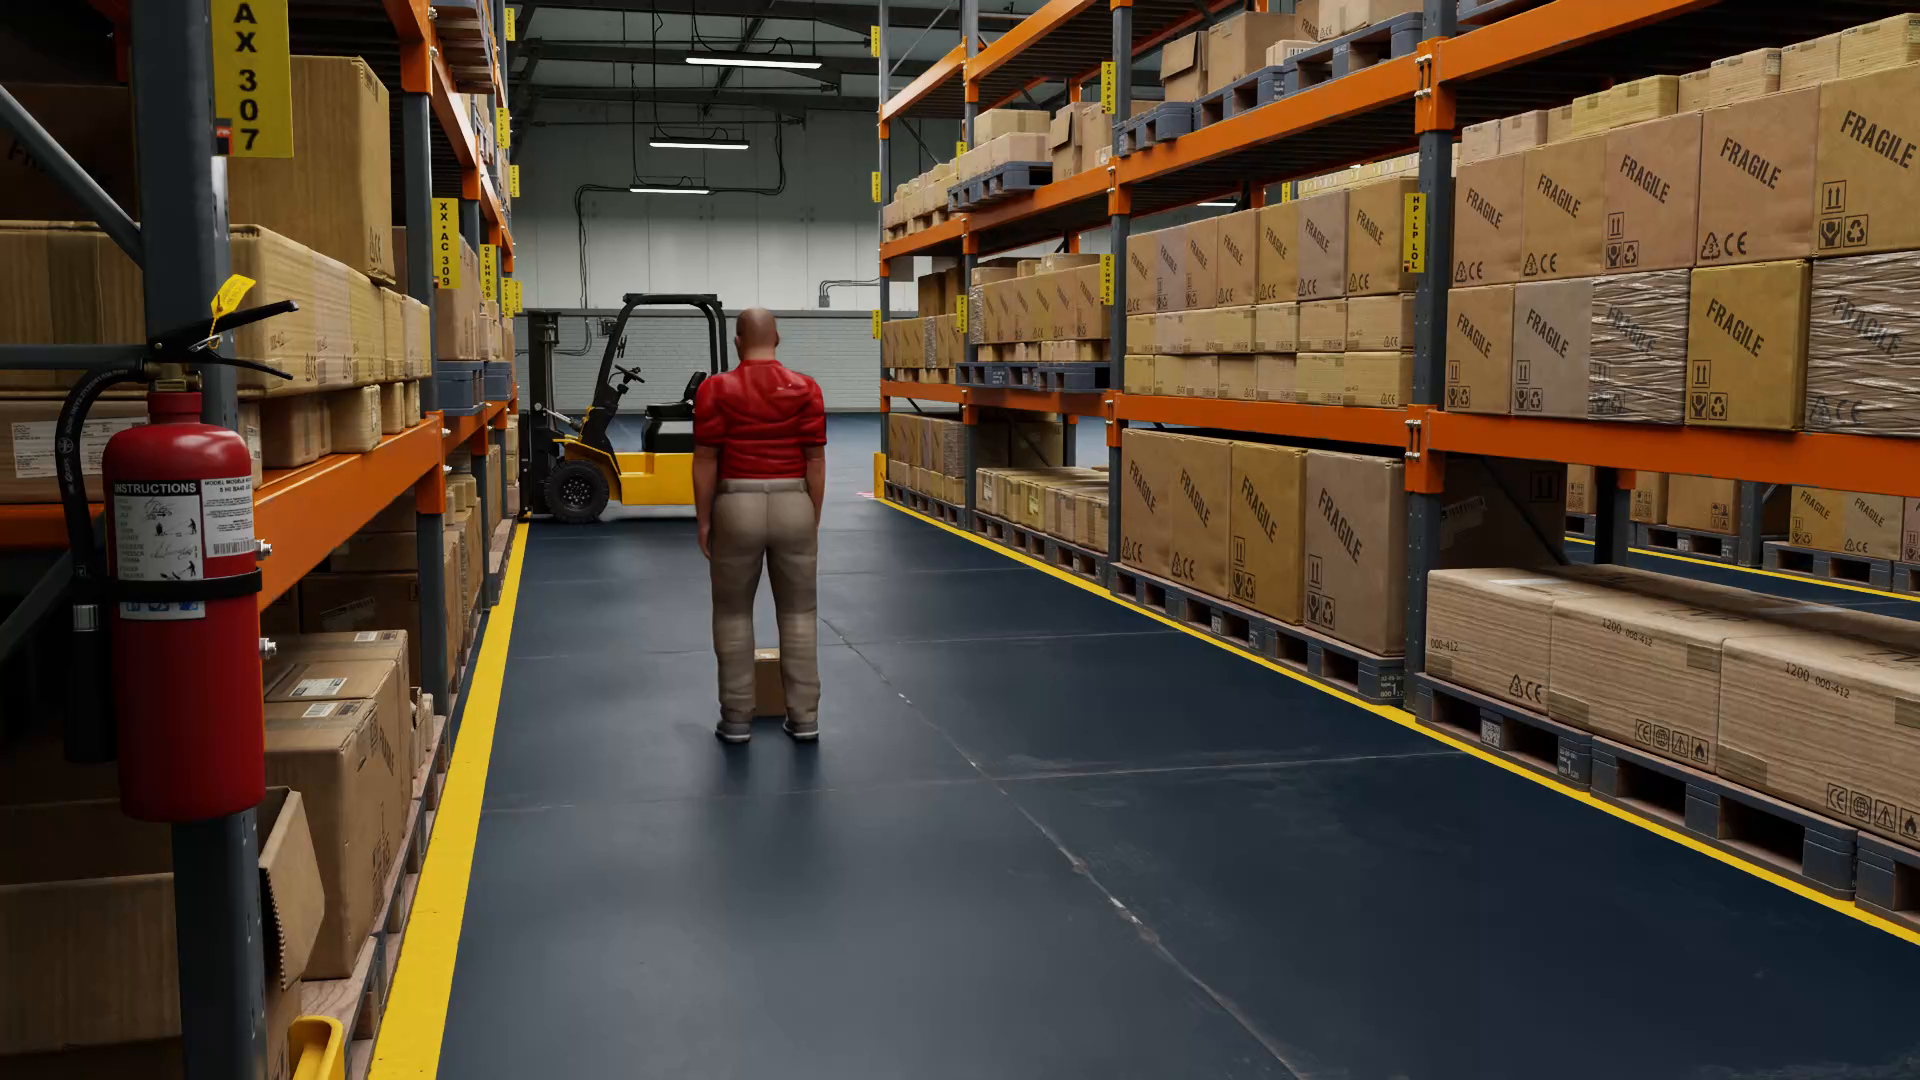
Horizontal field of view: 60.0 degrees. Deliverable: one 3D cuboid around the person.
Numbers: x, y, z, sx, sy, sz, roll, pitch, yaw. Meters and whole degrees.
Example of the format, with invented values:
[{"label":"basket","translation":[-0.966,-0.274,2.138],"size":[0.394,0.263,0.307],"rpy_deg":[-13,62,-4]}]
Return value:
[{"label":"person","translation":[-0.803,-0.061,6.646],"size":[0.528,1.721,0.360],"rpy_deg":[-1,6,-12]}]
